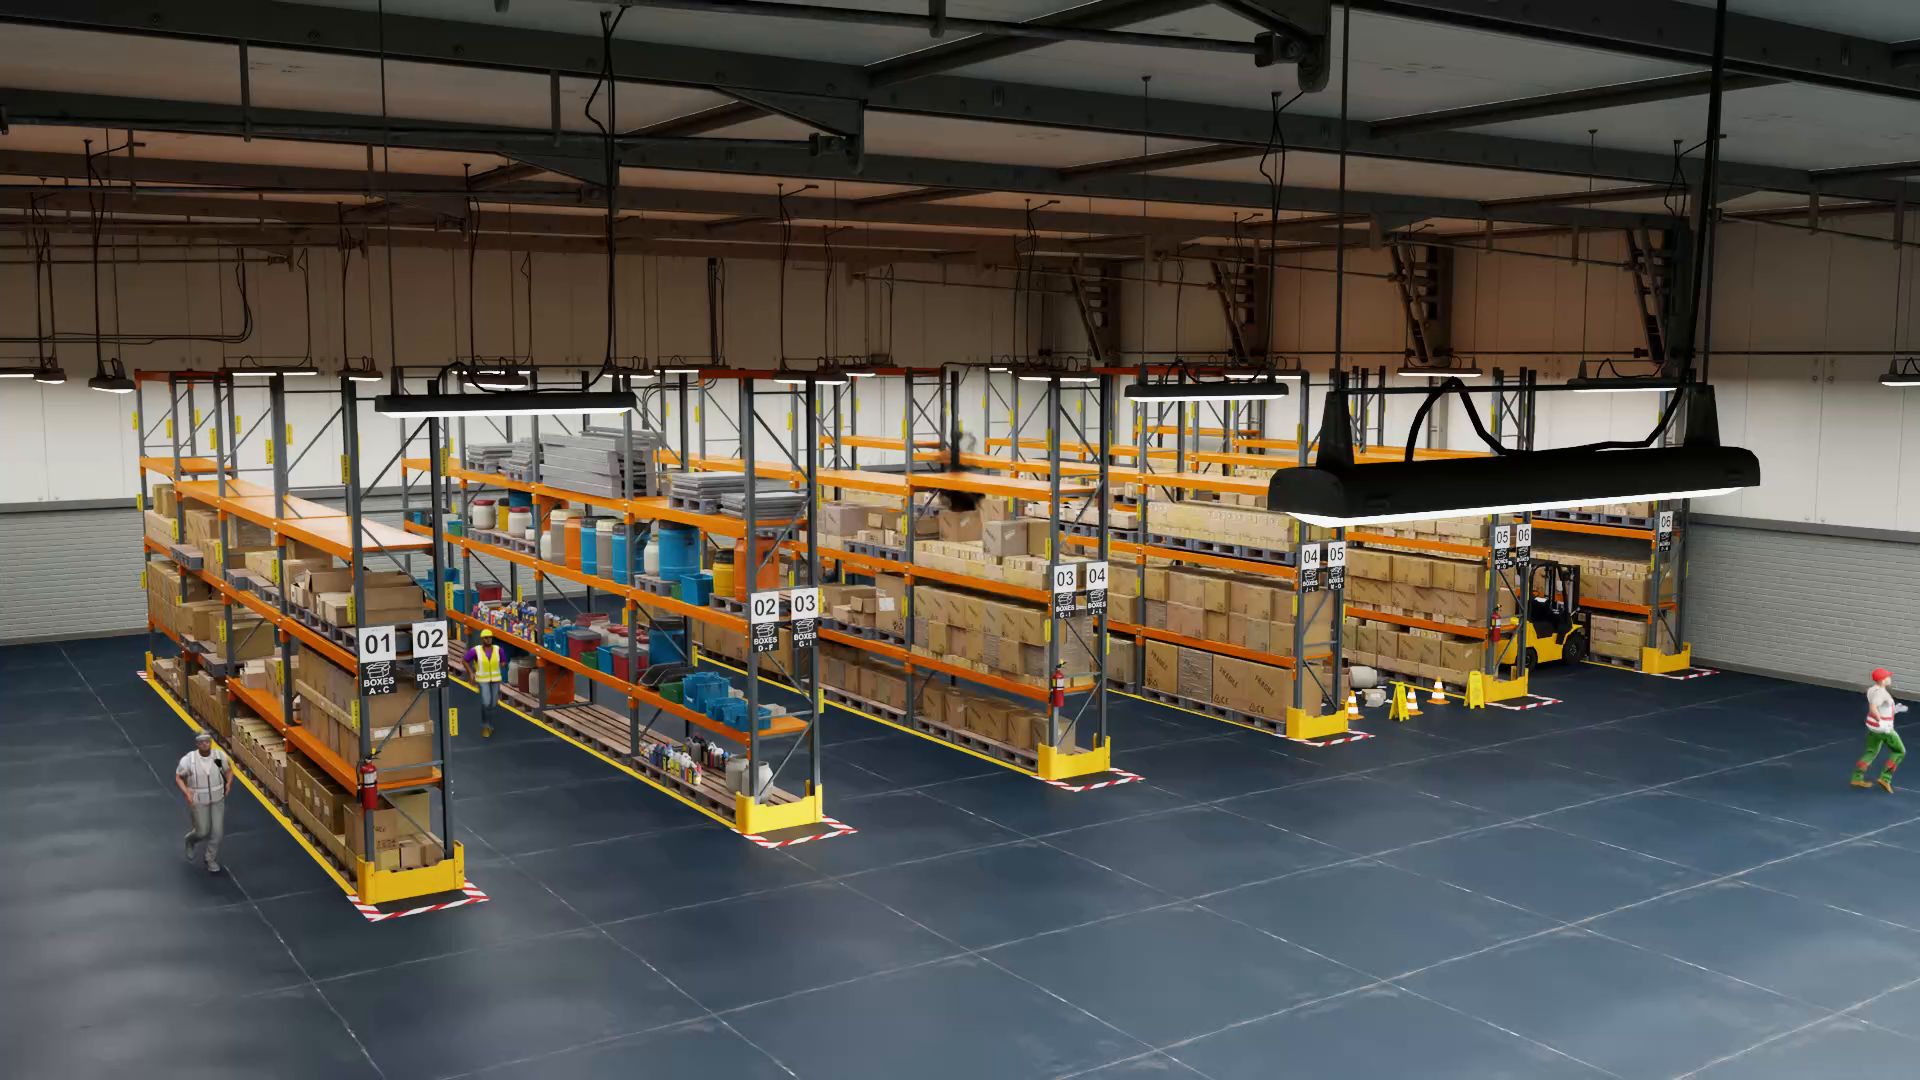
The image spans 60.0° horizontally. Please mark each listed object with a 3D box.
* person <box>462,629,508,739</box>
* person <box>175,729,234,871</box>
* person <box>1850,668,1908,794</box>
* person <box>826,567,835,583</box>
[{"bbox_3d":[-7.776,2.372,27.429,0.675,1.804,0.689,-4,8,-33],"label":"person"},{"bbox_3d":[-9.249,3.170,20.435,0.653,1.758,0.647,-5,8,-39],"label":"person"},{"bbox_3d":[13.266,2.747,23.932,0.735,1.817,0.641,0,6,3],"label":"person"},{"bbox_3d":[-3.104,0.812,42.064,0.573,1.532,0.540,0,6,1],"label":"person"}]
